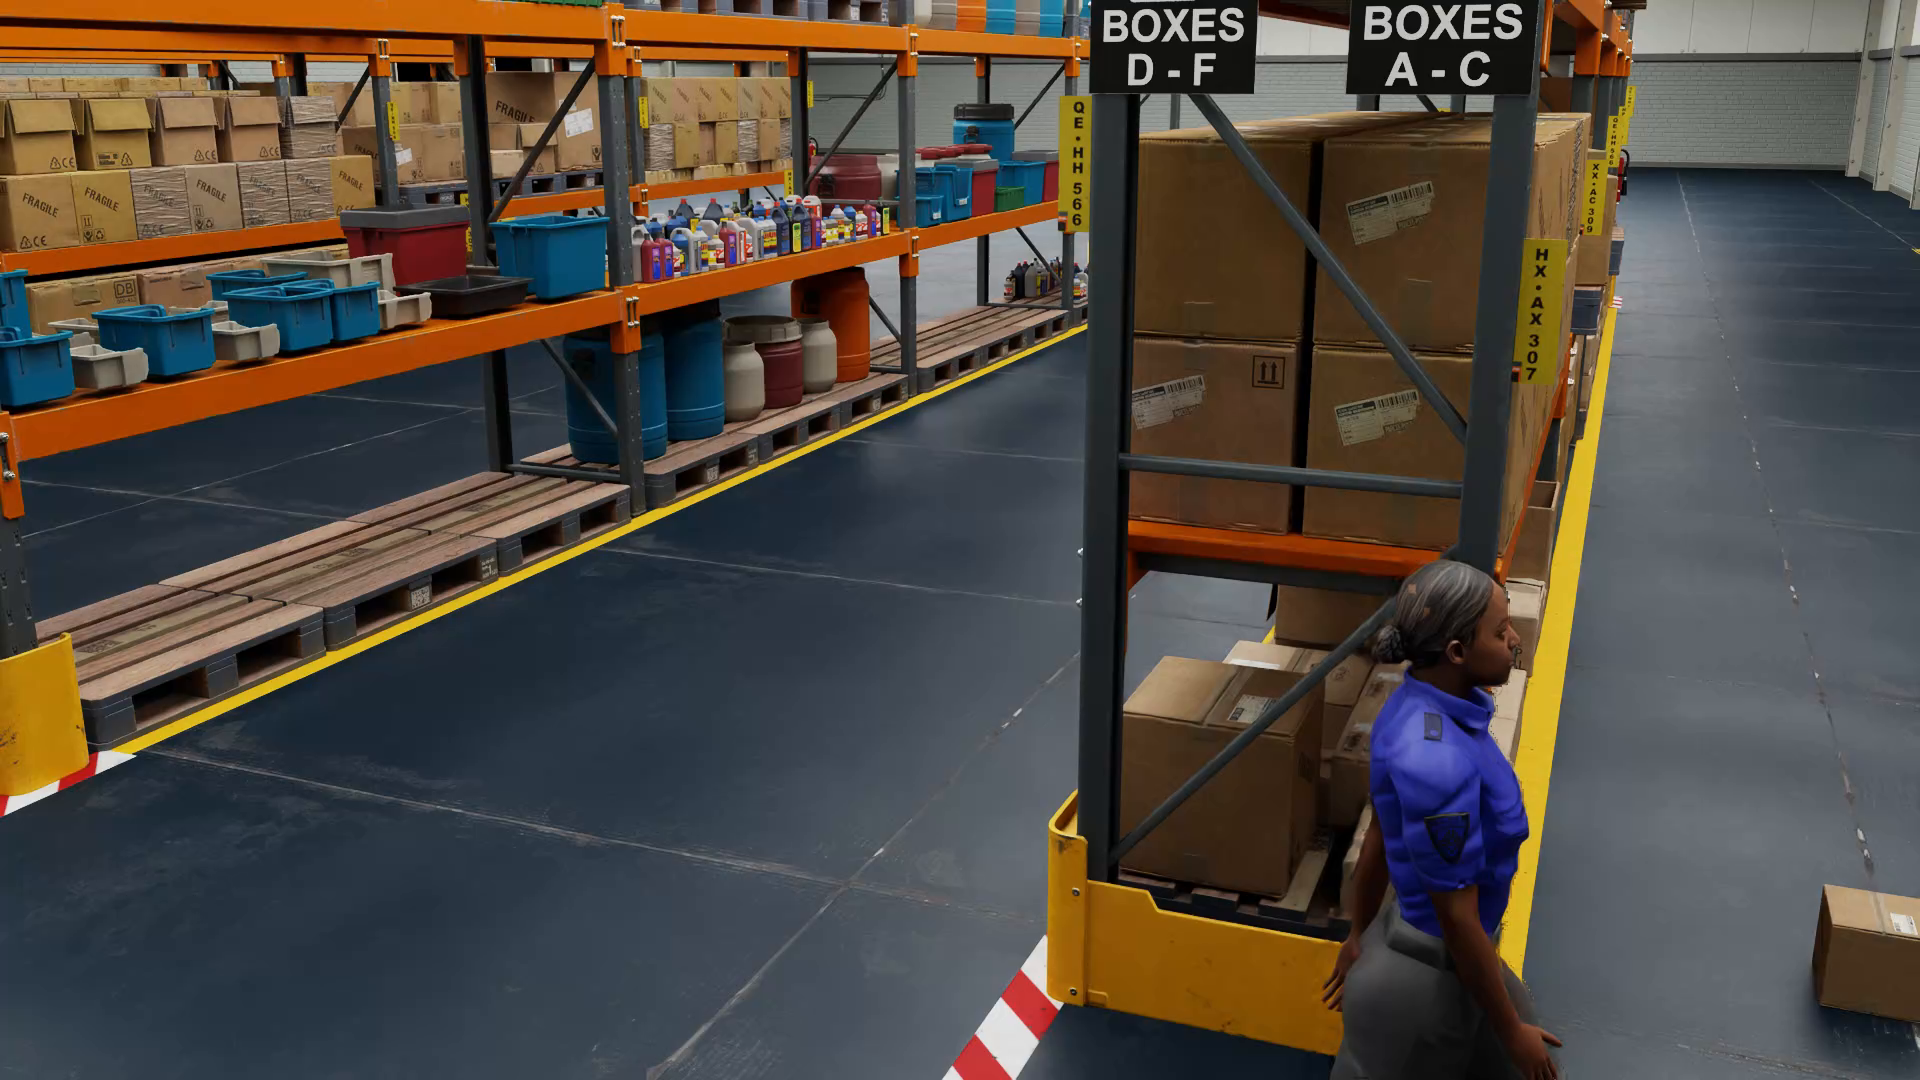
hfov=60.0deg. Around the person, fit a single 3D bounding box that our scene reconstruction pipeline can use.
[{"bbox_3d":[0.863,0.811,3.112,0.987,1.597,0.431,5,16,18],"label":"person"}]
